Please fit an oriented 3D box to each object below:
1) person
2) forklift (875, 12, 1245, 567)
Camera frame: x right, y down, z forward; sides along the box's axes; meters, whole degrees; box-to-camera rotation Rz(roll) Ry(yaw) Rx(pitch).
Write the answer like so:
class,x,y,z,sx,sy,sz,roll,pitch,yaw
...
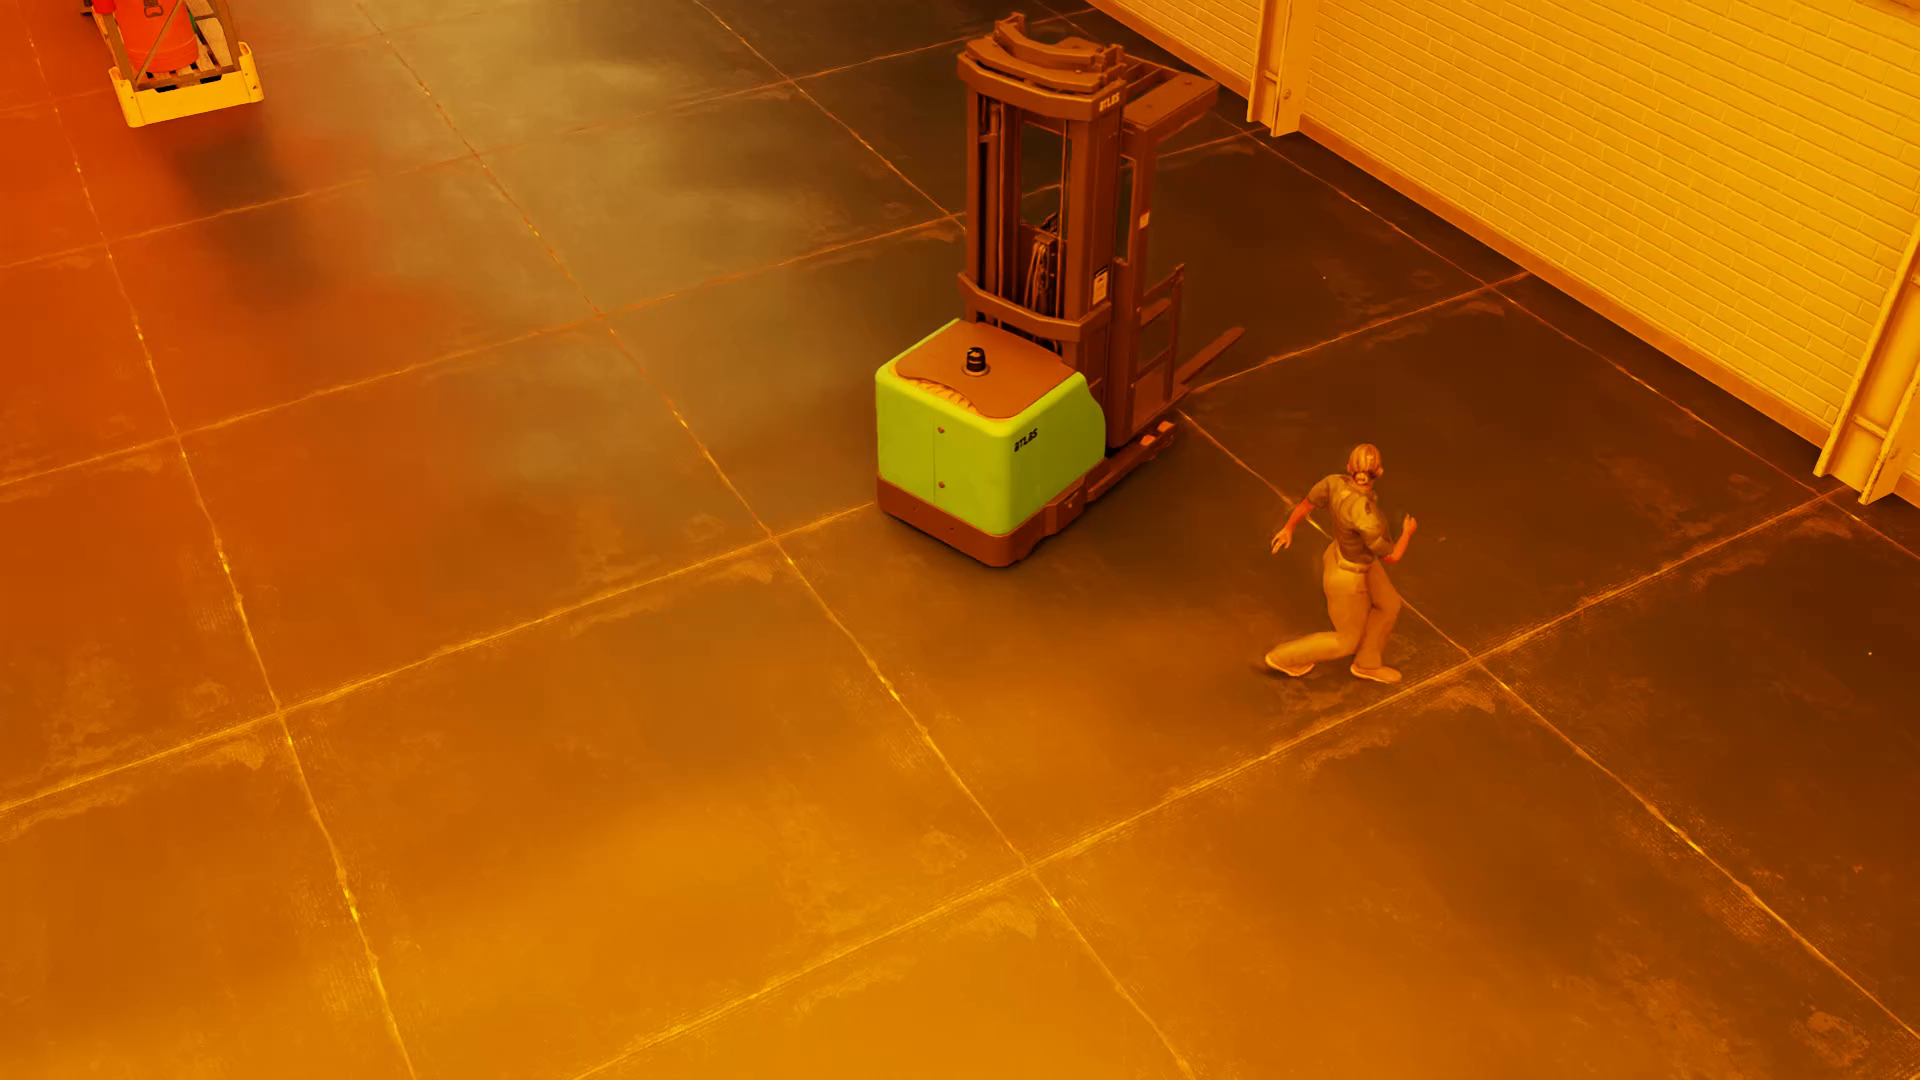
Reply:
class,x,y,z,sx,sy,sz,roll,pitch,yaw
person,2.096,0.144,8.953,0.821,1.581,0.493,5,40,5
forklift,0.803,-1.839,10.253,1.130,2.935,3.031,28,47,29
